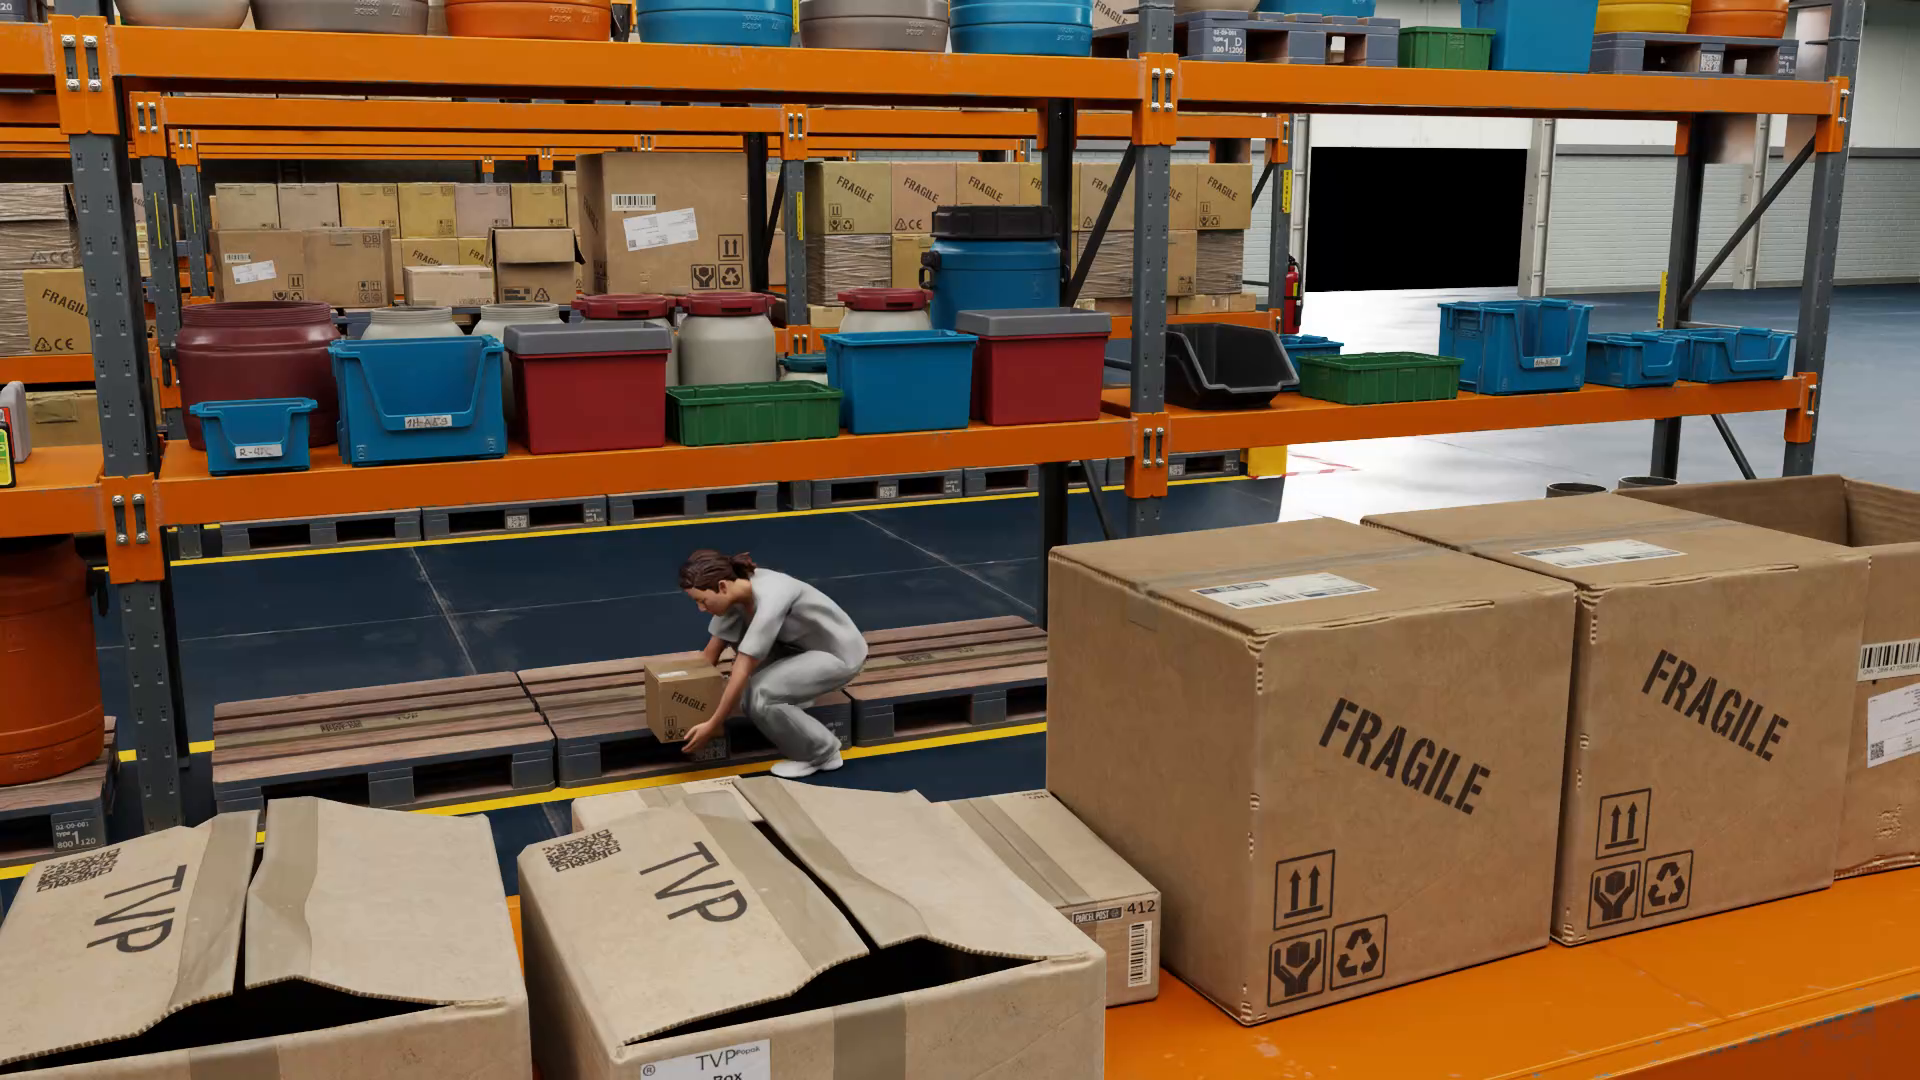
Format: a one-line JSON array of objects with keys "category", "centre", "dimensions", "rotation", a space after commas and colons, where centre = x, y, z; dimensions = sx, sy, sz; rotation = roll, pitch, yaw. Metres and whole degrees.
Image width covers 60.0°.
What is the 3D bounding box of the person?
[{"category": "person", "centre": [-0.752, 0.464, 6.577], "dimensions": [0.799, 0.939, 0.479], "rotation": [-5, 13, -23]}]
